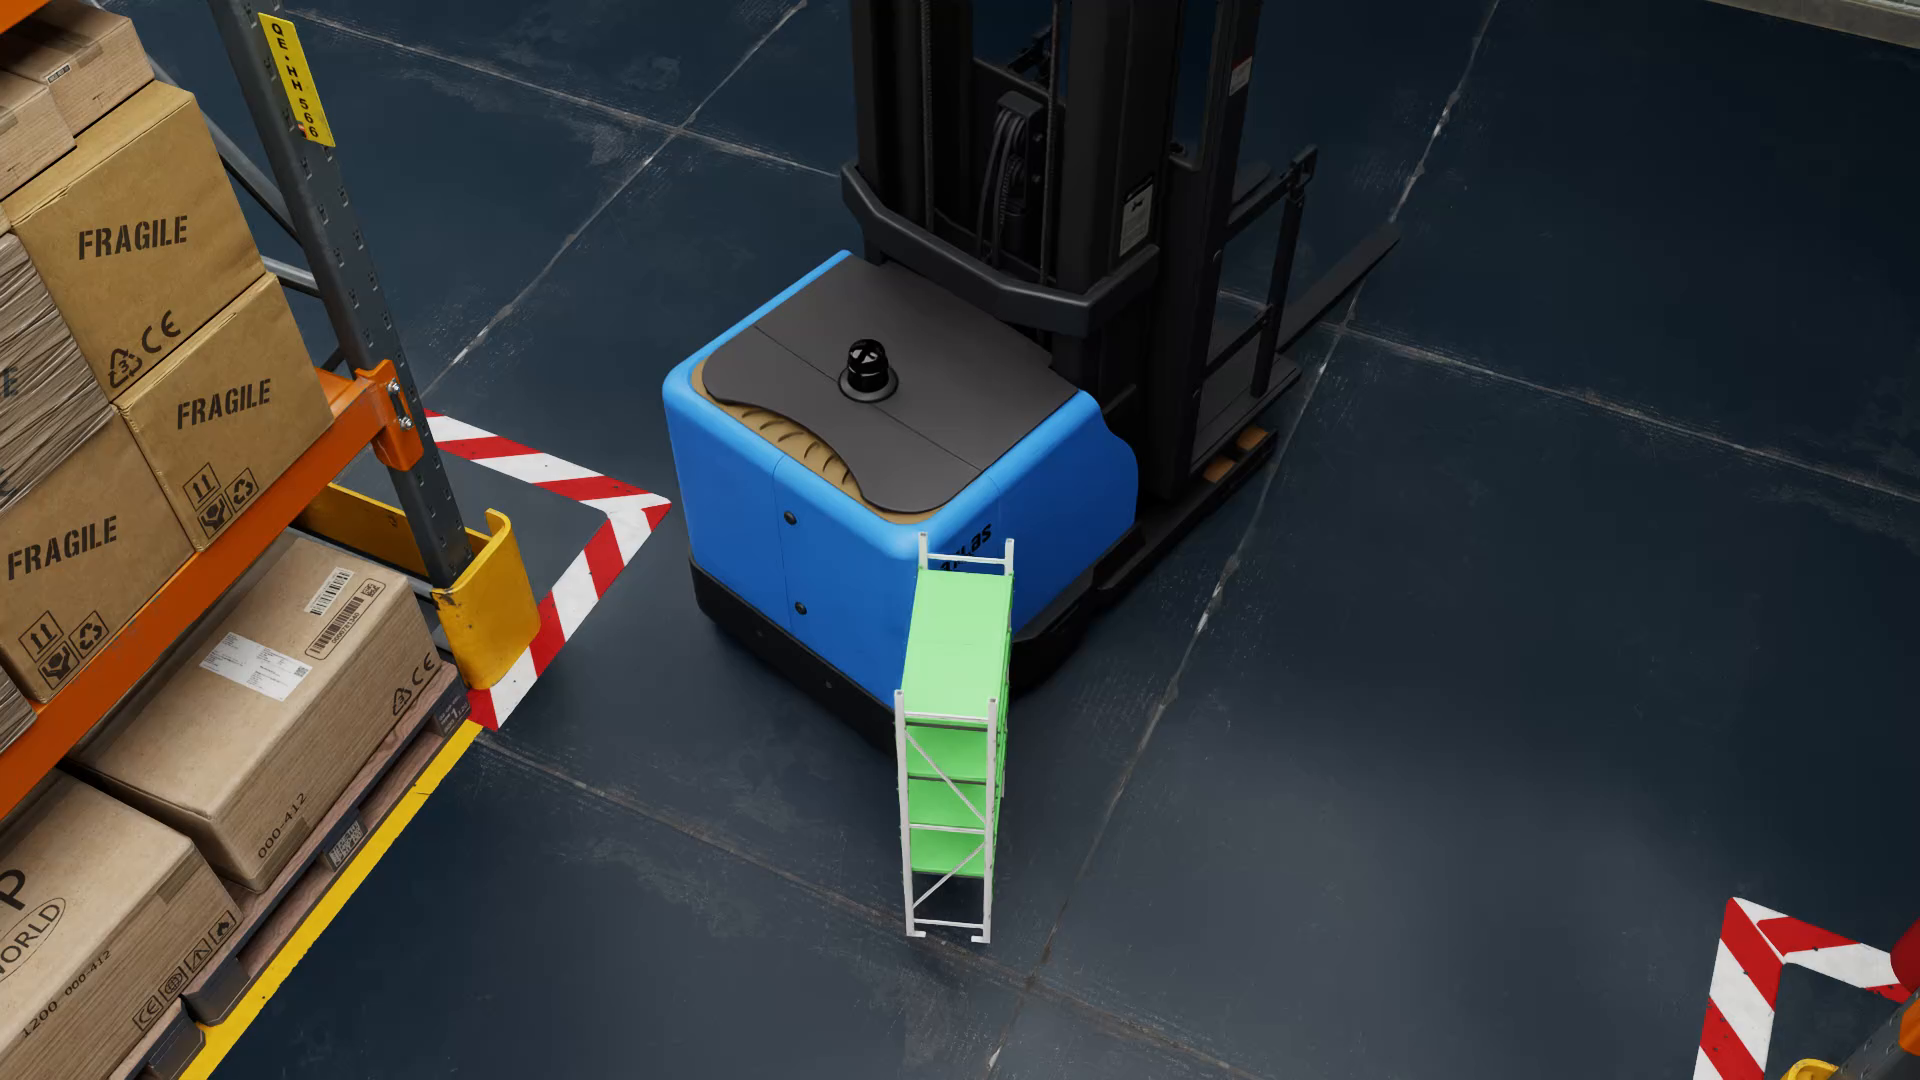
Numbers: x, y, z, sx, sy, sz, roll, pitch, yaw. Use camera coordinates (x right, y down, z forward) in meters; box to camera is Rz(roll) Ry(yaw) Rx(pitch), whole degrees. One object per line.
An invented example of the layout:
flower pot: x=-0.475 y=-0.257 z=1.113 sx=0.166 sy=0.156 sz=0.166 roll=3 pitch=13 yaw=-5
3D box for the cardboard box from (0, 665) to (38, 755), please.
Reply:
cardboard box: x=-2.383 y=0.319 z=3.444 sx=0.500 sy=0.500 sz=0.500 roll=21 pitch=53 yaw=17

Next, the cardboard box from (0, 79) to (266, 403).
cardboard box: x=-1.968 y=-0.712 z=3.664 sx=0.500 sy=0.500 sz=0.500 roll=21 pitch=53 yaw=17

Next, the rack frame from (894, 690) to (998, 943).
rack frame: x=-0.033 y=0.753 z=4.322 sx=0.240 sy=1.200 sz=0.015 roll=4 pitch=50 yaw=4

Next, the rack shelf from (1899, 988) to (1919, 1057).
rack shelf: x=1.658 y=2.458 z=2.162 sx=1.077 sy=0.370 sz=4.000 roll=20 pitch=52 yaw=16

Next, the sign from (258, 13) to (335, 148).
sign: x=-1.492 y=-1.031 z=3.742 sx=0.100 sy=0.325 sz=0.005 roll=20 pitch=52 yaw=16

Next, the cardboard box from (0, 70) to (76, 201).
cardboard box: x=-2.036 y=-0.837 z=3.345 sx=0.380 sy=0.149 sz=0.250 roll=21 pitch=53 yaw=17

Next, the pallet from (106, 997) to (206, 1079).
pallet: x=-2.770 y=1.552 z=4.291 sx=1.003 sy=0.211 sz=1.213 roll=20 pitch=52 yaw=16

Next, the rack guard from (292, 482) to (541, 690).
rack guard: x=-1.967 y=0.028 z=5.398 sx=1.175 sy=0.500 sz=0.348 roll=20 pitch=52 yaw=16

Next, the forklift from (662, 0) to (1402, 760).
forklift: x=0.479 y=-1.316 z=4.945 sx=1.130 sy=2.935 sz=3.031 roll=34 pitch=57 yaw=25

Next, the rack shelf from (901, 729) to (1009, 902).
rack shelf: x=-0.009 y=0.765 z=4.710 sx=0.258 sy=0.148 sz=0.480 roll=4 pitch=50 yaw=4

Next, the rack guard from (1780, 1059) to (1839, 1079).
rack guard: x=2.480 y=1.710 z=3.967 sx=1.175 sy=0.500 sz=0.348 roll=20 pitch=52 yaw=16

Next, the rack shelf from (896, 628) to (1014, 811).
rack shelf: x=-0.009 y=0.454 z=4.345 sx=0.258 sy=0.148 sz=0.480 roll=4 pitch=50 yaw=4

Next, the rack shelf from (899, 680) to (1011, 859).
rack shelf: x=-0.009 y=0.609 z=4.528 sx=0.258 sy=0.148 sz=0.480 roll=4 pitch=50 yaw=4

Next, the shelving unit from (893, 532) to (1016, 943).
shelving unit: x=-0.009 y=0.568 z=4.479 sx=0.258 sy=1.200 sz=0.503 roll=4 pitch=50 yaw=4

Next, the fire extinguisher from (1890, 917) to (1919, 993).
fire extinguisher: x=2.157 y=0.742 z=3.445 sx=0.296 sy=0.674 sz=0.183 roll=20 pitch=52 yaw=16

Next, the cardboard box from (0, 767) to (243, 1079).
cardboard box: x=-2.552 y=1.049 z=4.294 sx=0.875 sy=0.438 sz=0.875 roll=21 pitch=53 yaw=17

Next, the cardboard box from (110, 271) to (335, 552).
cardboard box: x=-1.944 y=-0.379 z=4.038 sx=0.500 sy=0.500 sz=0.500 roll=20 pitch=53 yaw=16

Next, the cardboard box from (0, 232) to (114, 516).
cardboard box: x=-2.165 y=-0.343 z=3.350 sx=0.500 sy=0.500 sz=0.500 roll=20 pitch=52 yaw=16

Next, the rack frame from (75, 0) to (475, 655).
rack frame: x=-1.977 y=-0.765 z=4.432 sx=1.000 sy=3.000 sz=0.127 roll=20 pitch=52 yaw=16

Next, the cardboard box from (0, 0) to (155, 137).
cardboard box: x=-1.949 y=-1.020 z=3.500 sx=0.380 sy=0.149 sz=0.250 roll=20 pitch=53 yaw=17

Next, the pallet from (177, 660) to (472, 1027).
pallet: x=-2.248 y=0.715 z=5.003 sx=1.003 sy=0.211 sz=1.213 roll=20 pitch=52 yaw=16

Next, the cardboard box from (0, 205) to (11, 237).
cardboard box: x=-2.070 y=-0.632 z=3.170 sx=0.380 sy=0.149 sz=0.250 roll=19 pitch=52 yaw=16

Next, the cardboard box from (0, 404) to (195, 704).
cardboard box: x=-2.172 y=-0.039 z=3.748 sx=0.500 sy=0.500 sz=0.500 roll=19 pitch=52 yaw=15

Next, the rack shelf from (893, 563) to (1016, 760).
rack shelf: x=-0.009 y=0.298 z=4.162 sx=0.258 sy=0.148 sz=0.480 roll=4 pitch=50 yaw=4

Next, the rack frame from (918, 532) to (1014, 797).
rack frame: x=0.016 y=0.383 z=4.636 sx=0.240 sy=1.200 sz=0.015 roll=4 pitch=50 yaw=4

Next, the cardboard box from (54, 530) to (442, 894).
cardboard box: x=-2.169 y=0.416 z=4.833 sx=0.875 sy=0.438 sz=0.875 roll=18 pitch=52 yaw=15

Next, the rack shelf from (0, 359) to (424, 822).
rack shelf: x=-2.832 y=0.845 z=3.534 sx=1.077 sy=0.370 sz=4.000 roll=20 pitch=52 yaw=16
